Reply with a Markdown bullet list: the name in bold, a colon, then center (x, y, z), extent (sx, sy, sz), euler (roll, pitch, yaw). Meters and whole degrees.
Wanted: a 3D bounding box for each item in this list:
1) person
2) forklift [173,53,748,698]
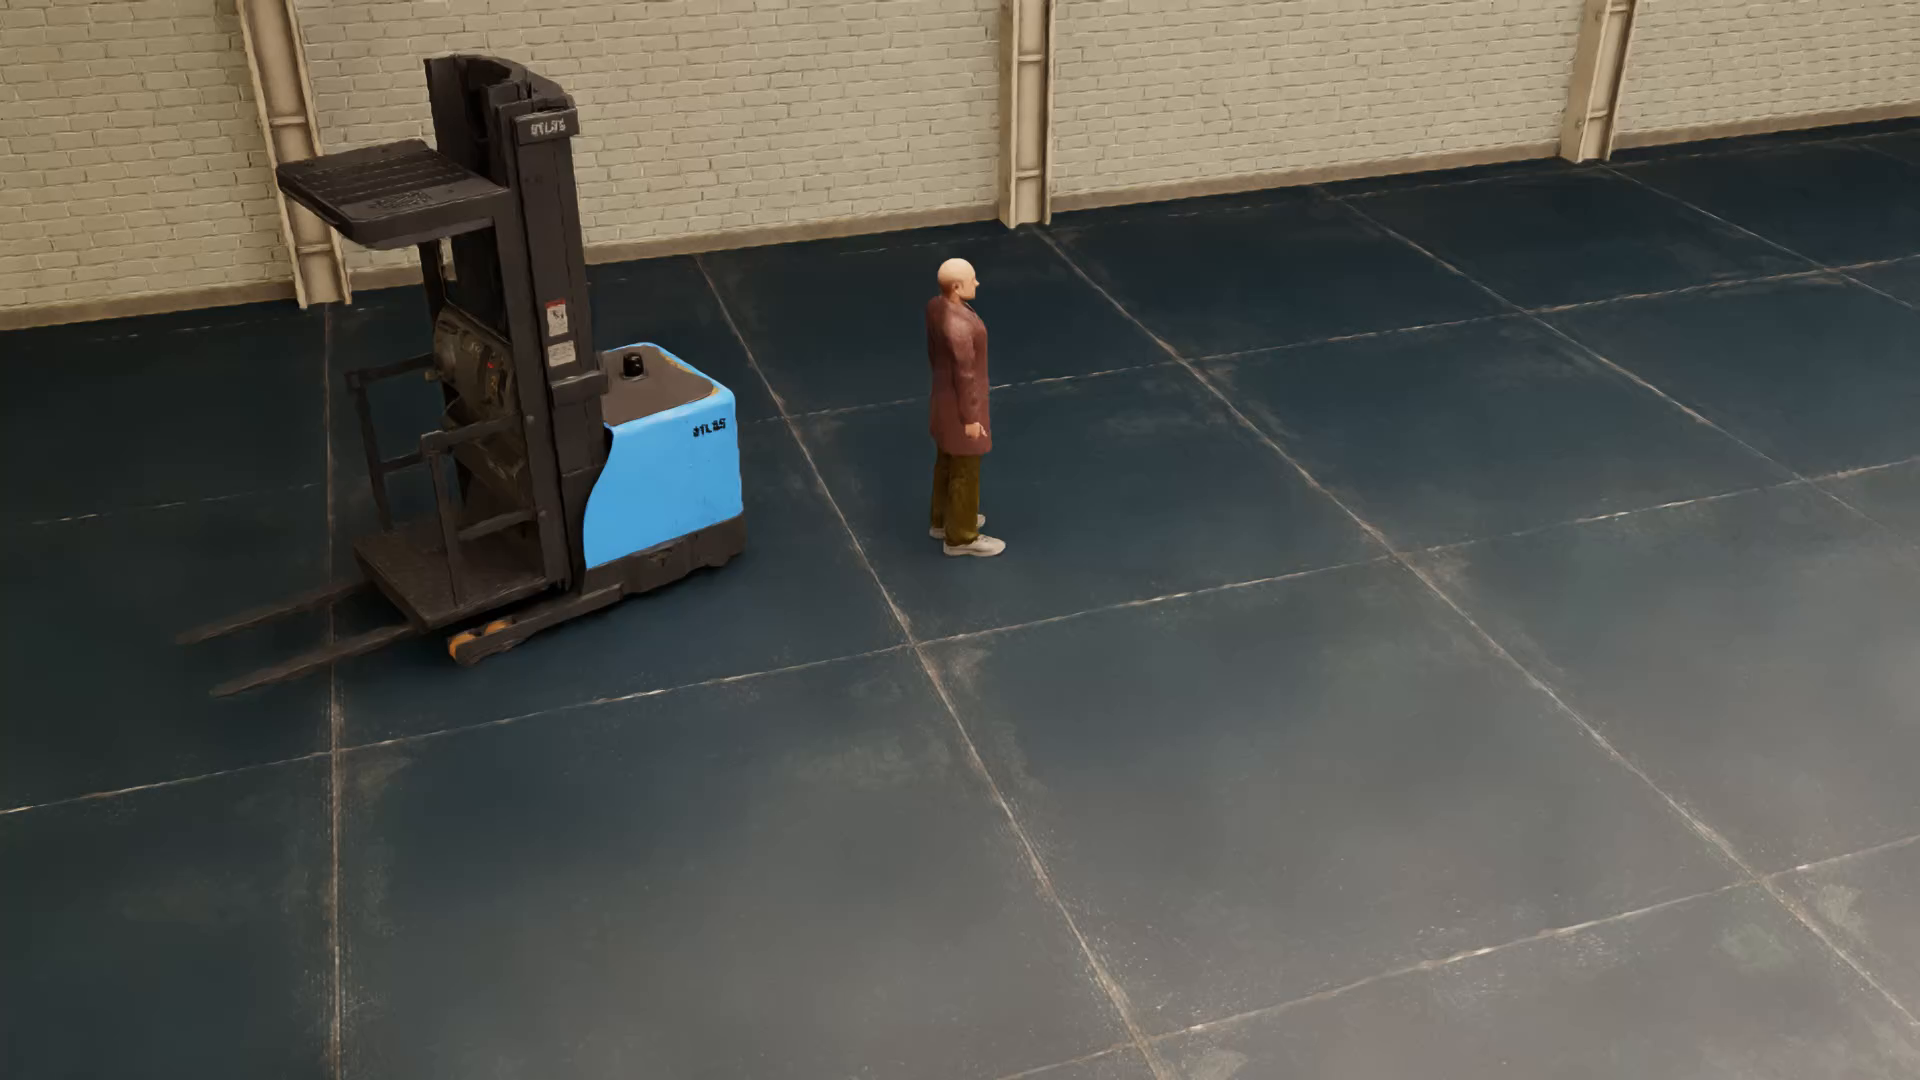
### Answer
- **person**: center (0.024, -0.778, 9.590), extent (0.377, 1.783, 0.558), euler (-10, 31, -16)
- **forklift**: center (-2.720, -0.900, 8.652), extent (3.031, 2.935, 1.130), euler (-22, 36, -33)
